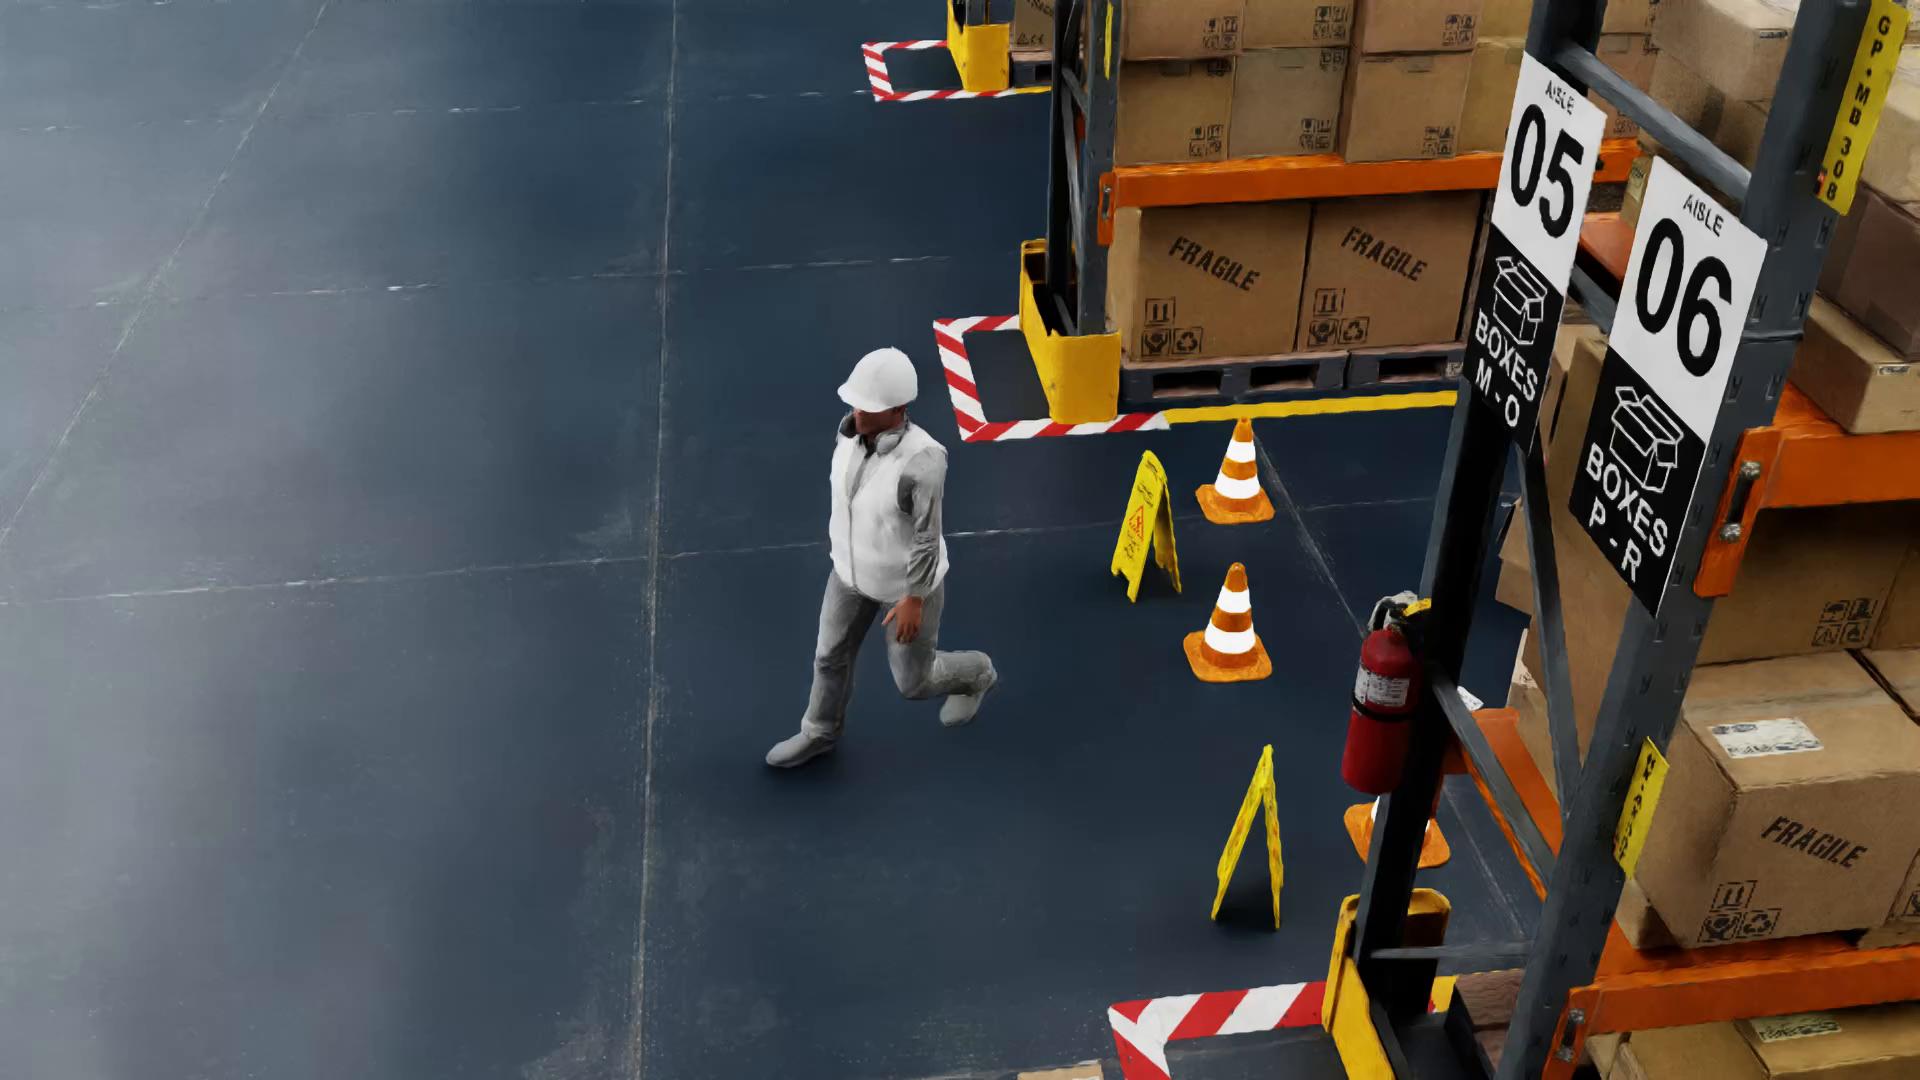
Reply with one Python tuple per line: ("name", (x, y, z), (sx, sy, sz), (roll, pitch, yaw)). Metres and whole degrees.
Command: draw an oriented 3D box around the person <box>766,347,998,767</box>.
("person", (-0.278, 0.085, 6.005), (0.584, 1.755, 0.833), (26, 42, 33))
